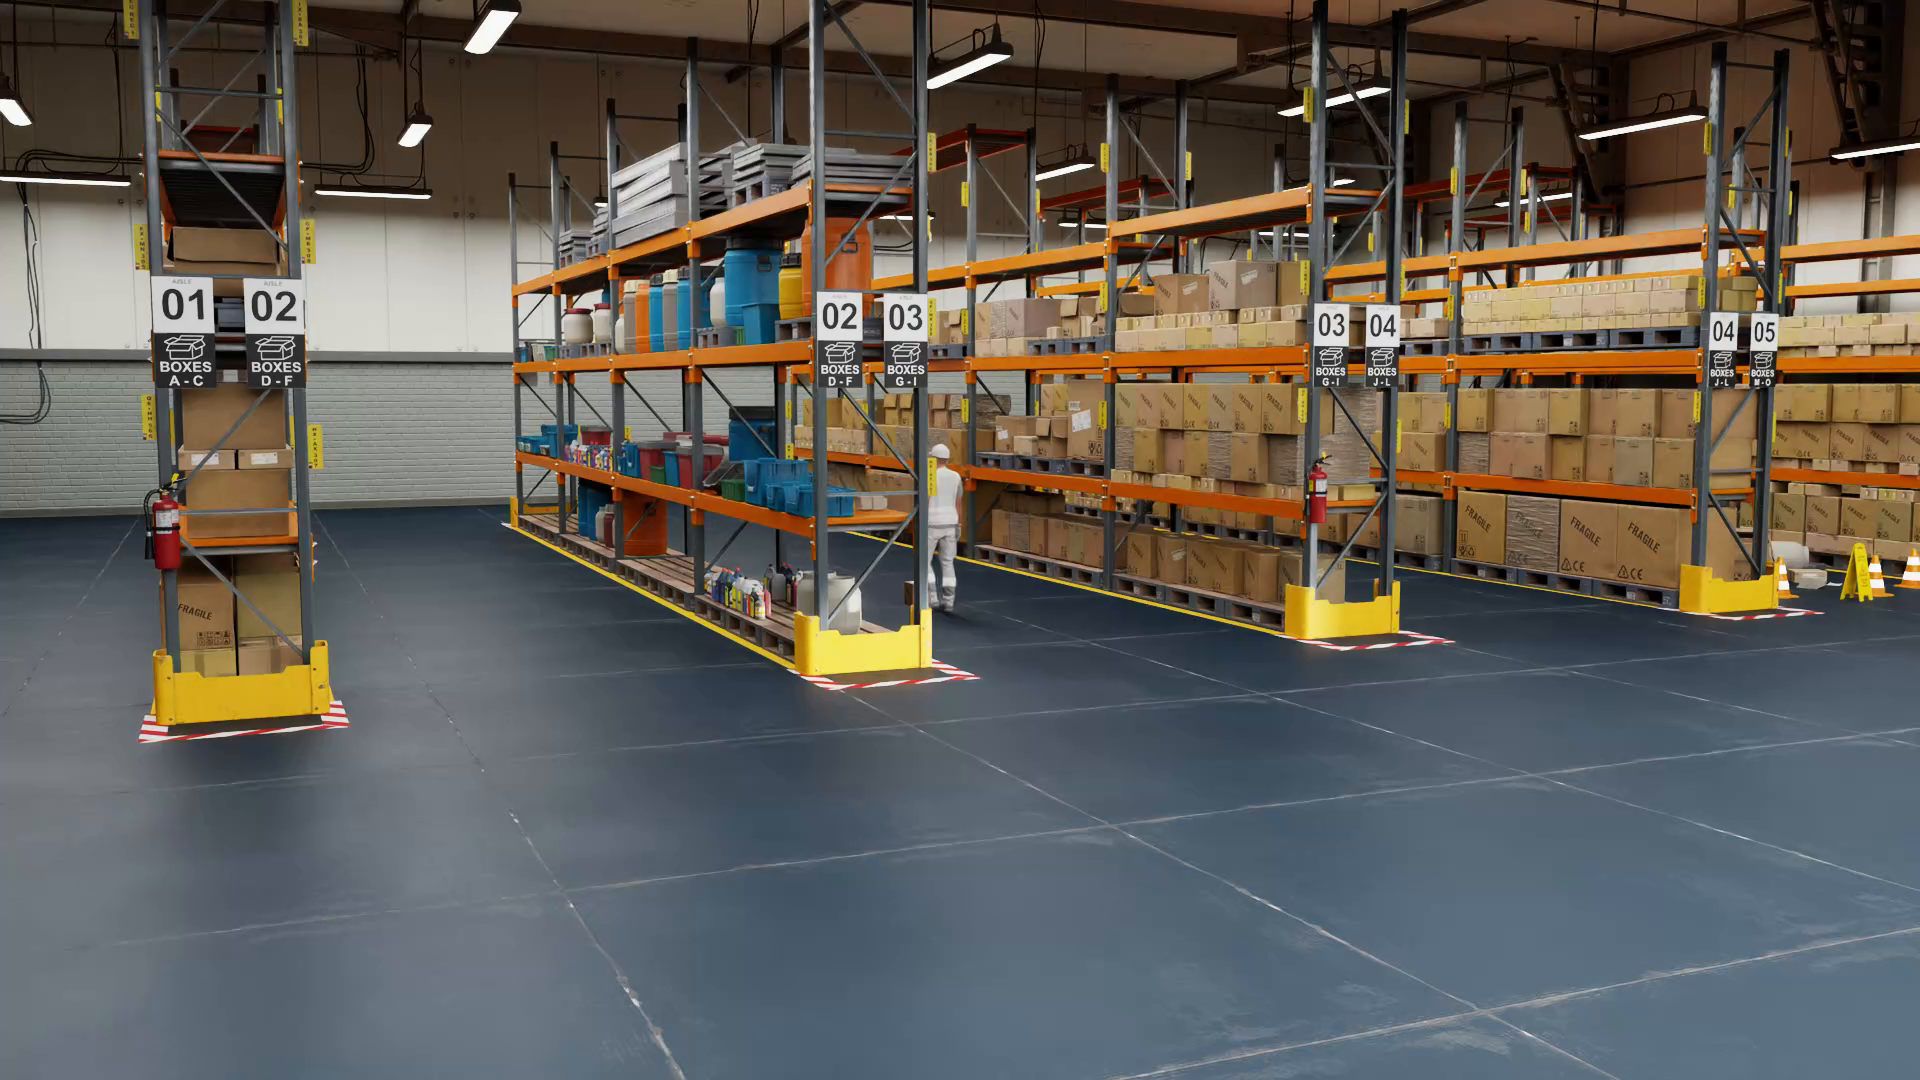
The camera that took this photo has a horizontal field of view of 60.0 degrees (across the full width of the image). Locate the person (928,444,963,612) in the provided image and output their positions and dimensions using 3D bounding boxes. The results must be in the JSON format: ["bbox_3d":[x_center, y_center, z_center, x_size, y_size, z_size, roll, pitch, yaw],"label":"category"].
[{"bbox_3d":[-0.234,-0.114,17.778,0.609,1.822,0.373,-4,6,-34],"label":"person"}]
